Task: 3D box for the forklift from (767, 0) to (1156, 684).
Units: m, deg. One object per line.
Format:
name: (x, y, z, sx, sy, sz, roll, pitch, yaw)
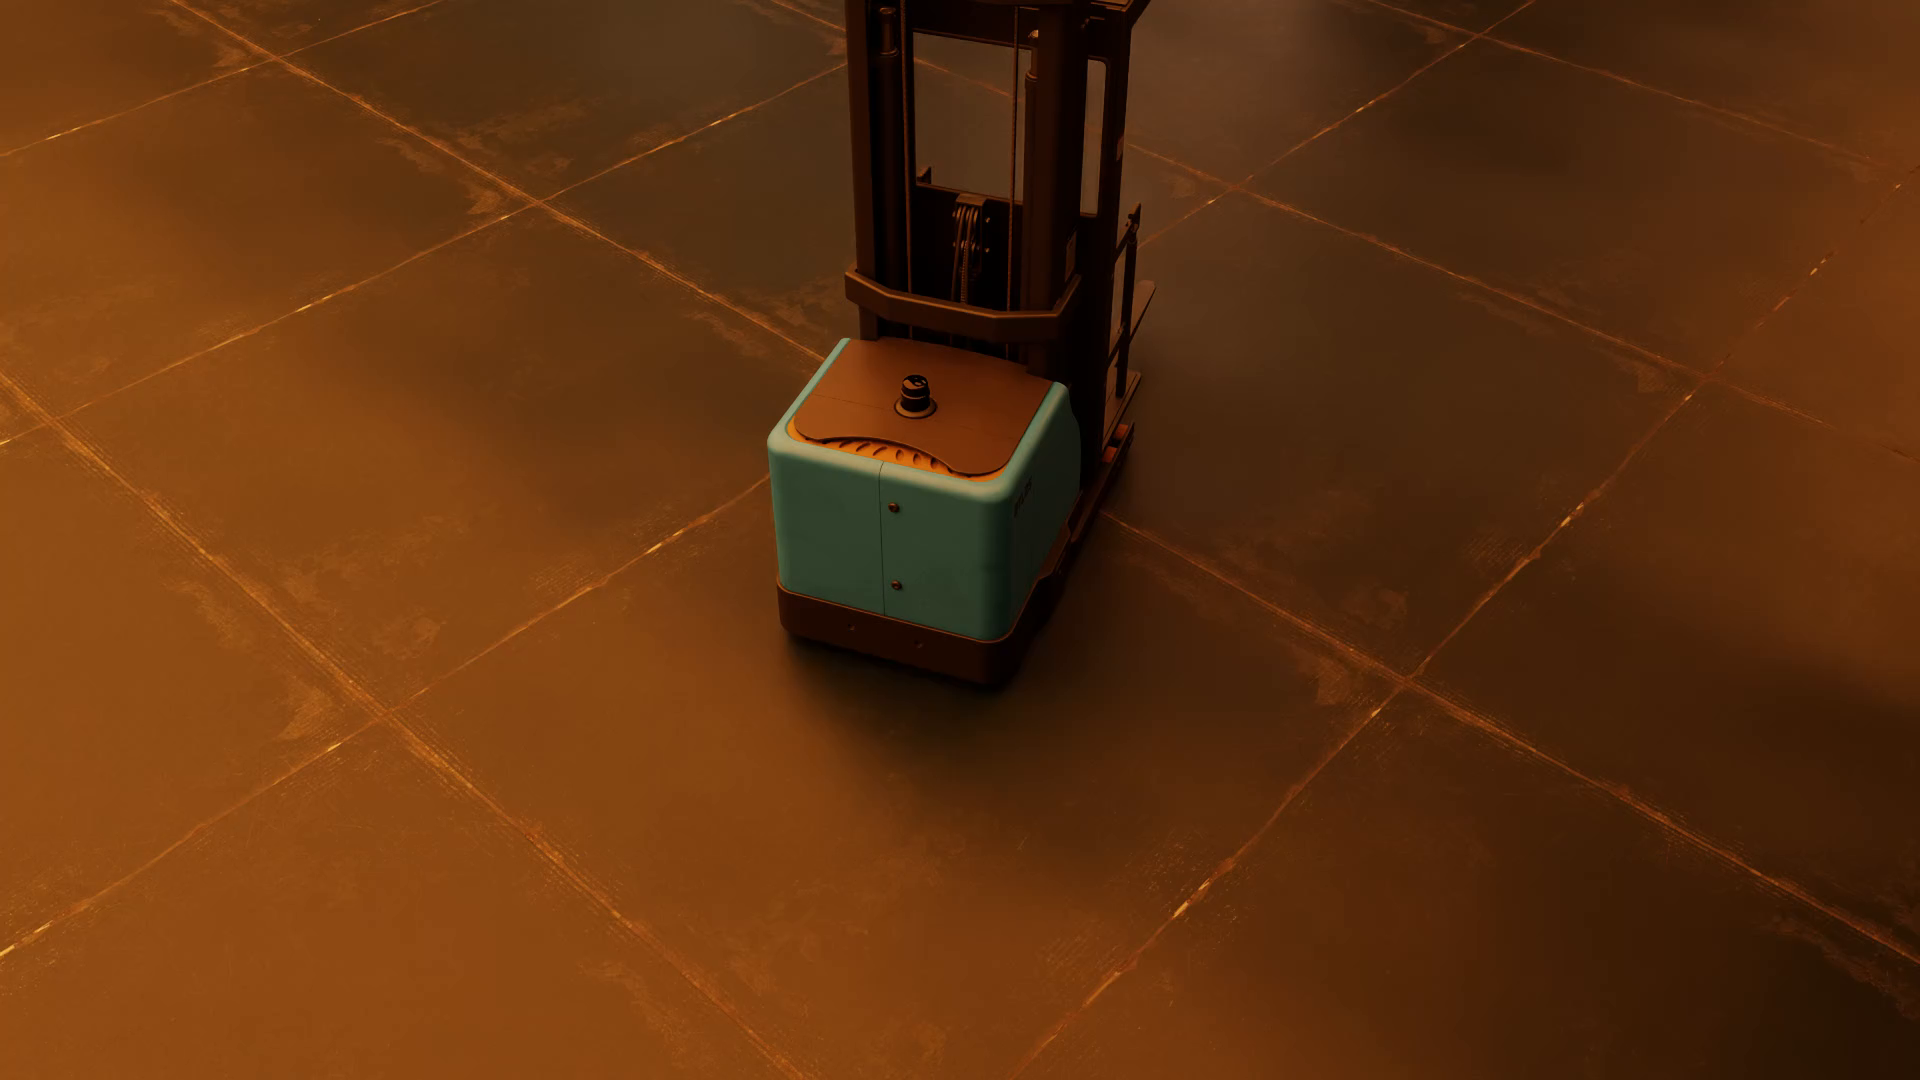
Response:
forklift: (0.211, -1.484, 7.158, 1.130, 2.935, 3.031, 14, 42, 15)
